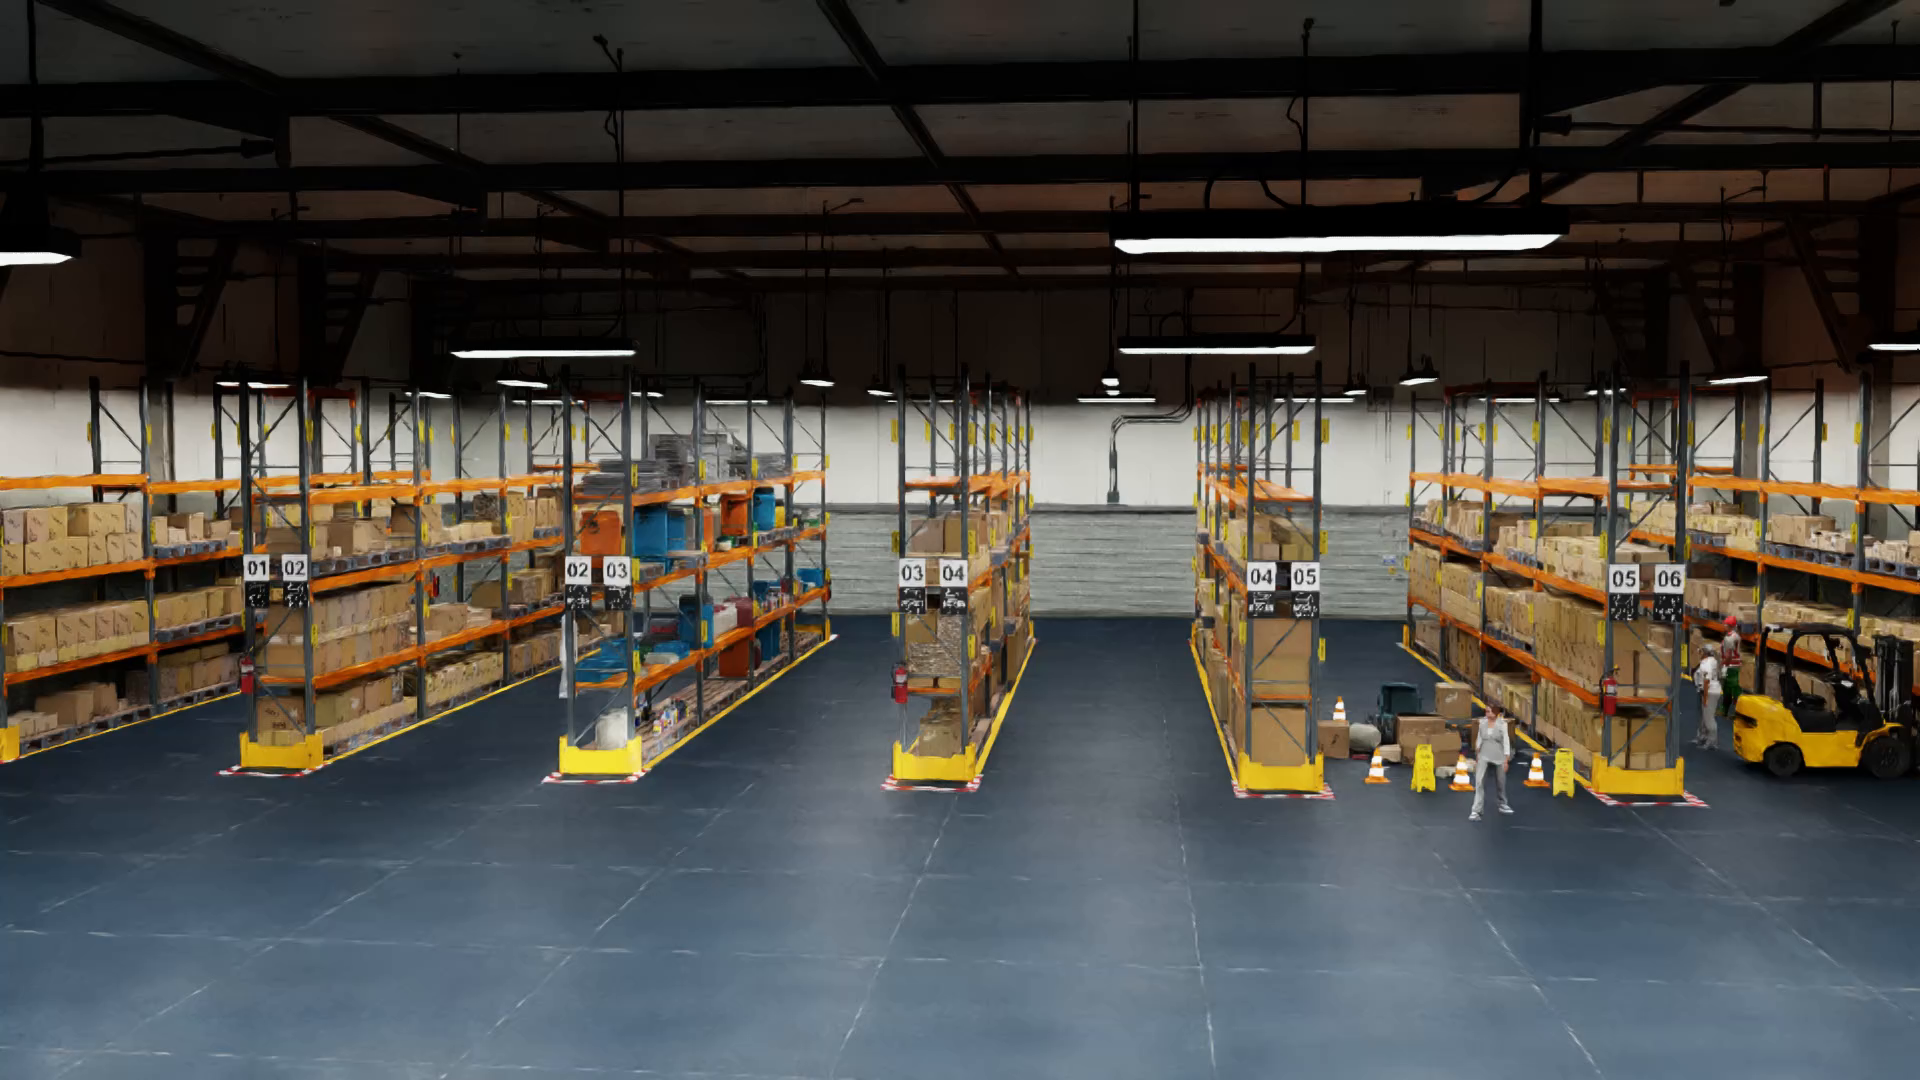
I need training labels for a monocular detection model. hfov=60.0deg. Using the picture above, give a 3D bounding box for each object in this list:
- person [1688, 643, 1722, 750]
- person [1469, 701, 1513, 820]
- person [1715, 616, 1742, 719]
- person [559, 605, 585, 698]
[{"bbox_3d":[11.831,2.469,26.415,0.477,1.667,0.523,3,4,35],"label":"person"},{"bbox_3d":[6.914,2.850,21.597,0.457,1.528,0.884,2,4,30],"label":"person"},{"bbox_3d":[13.482,2.221,29.204,0.588,1.784,0.666,2,4,30],"label":"person"},{"bbox_3d":[-7.360,2.070,31.523,0.522,1.790,0.654,-1,4,-20],"label":"person"}]
